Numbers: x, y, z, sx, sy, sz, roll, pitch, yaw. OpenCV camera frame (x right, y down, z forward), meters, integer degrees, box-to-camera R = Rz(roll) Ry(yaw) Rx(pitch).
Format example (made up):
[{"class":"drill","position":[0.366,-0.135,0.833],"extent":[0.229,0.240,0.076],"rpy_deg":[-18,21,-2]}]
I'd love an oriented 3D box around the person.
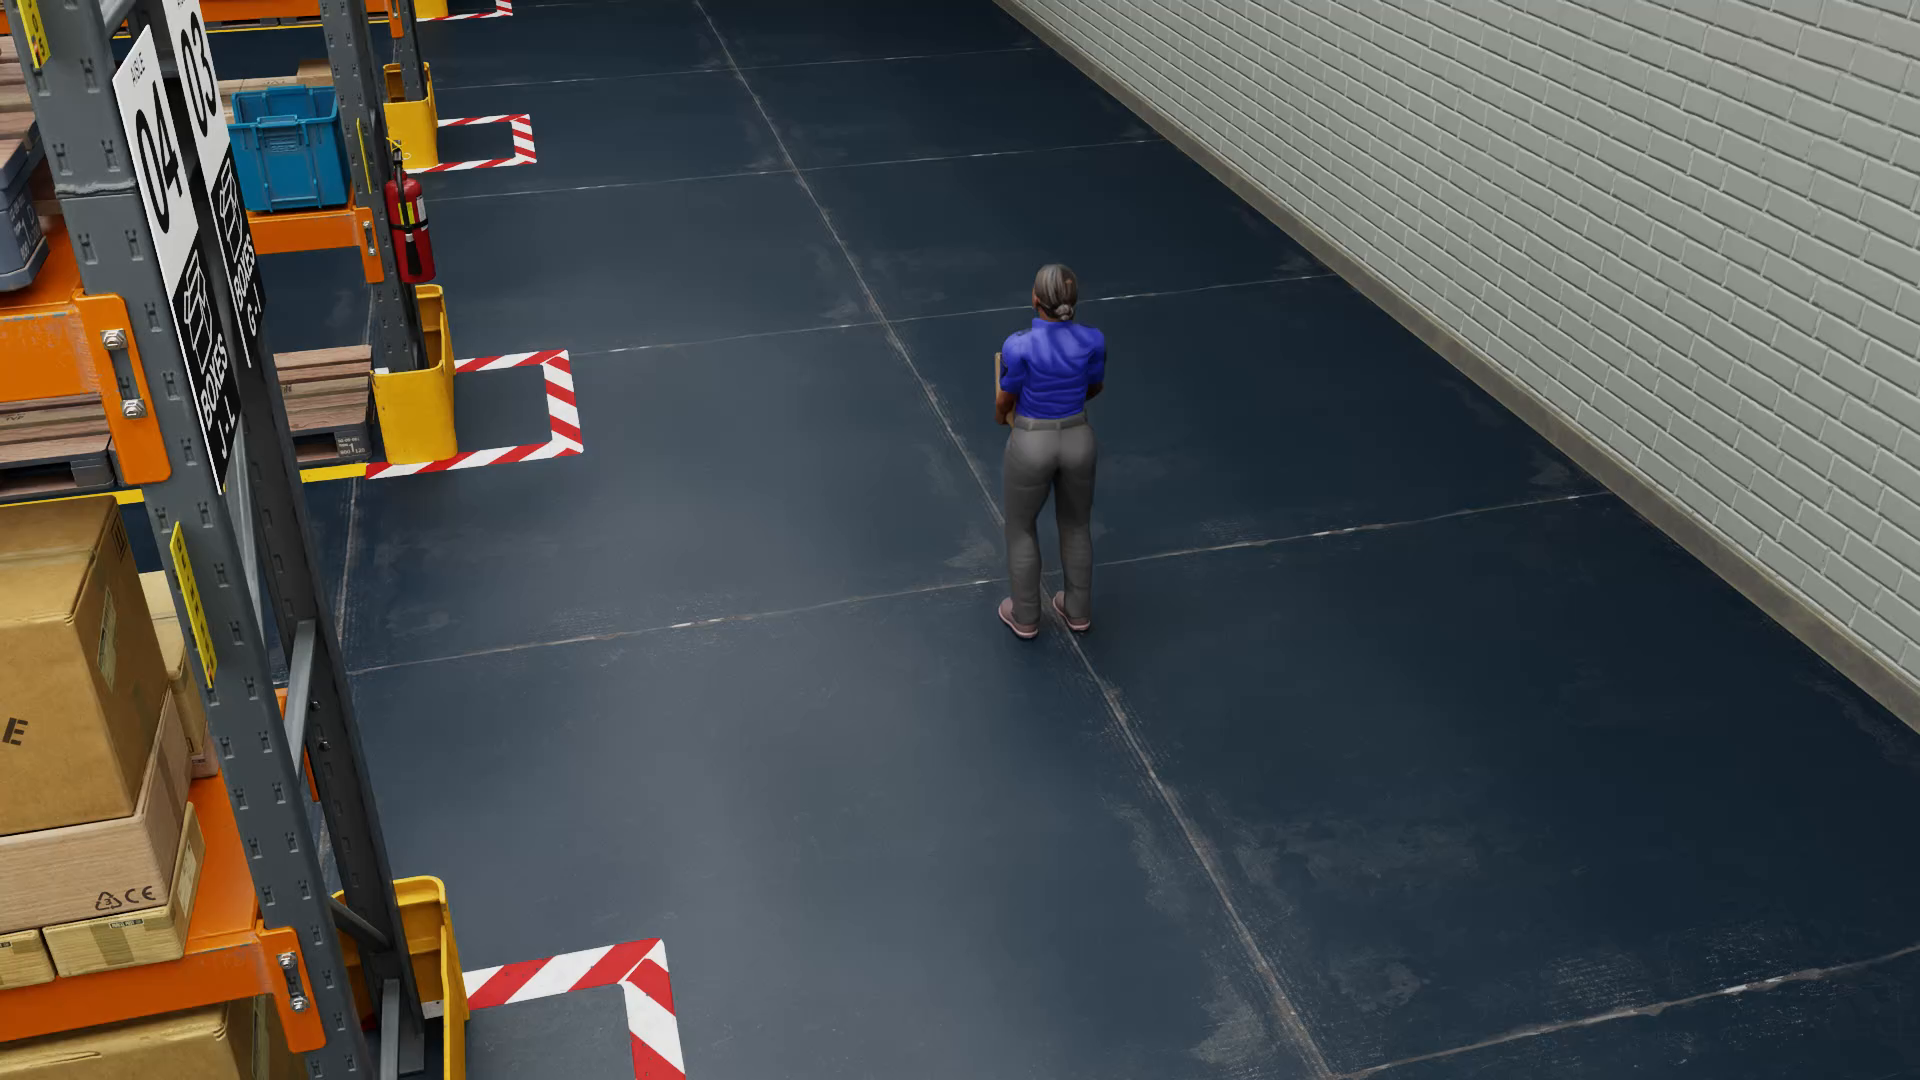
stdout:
[{"class":"person","position":[0.348,-0.396,6.819],"extent":[0.450,1.654,0.503],"rpy_deg":[-8,31,-13]}]
